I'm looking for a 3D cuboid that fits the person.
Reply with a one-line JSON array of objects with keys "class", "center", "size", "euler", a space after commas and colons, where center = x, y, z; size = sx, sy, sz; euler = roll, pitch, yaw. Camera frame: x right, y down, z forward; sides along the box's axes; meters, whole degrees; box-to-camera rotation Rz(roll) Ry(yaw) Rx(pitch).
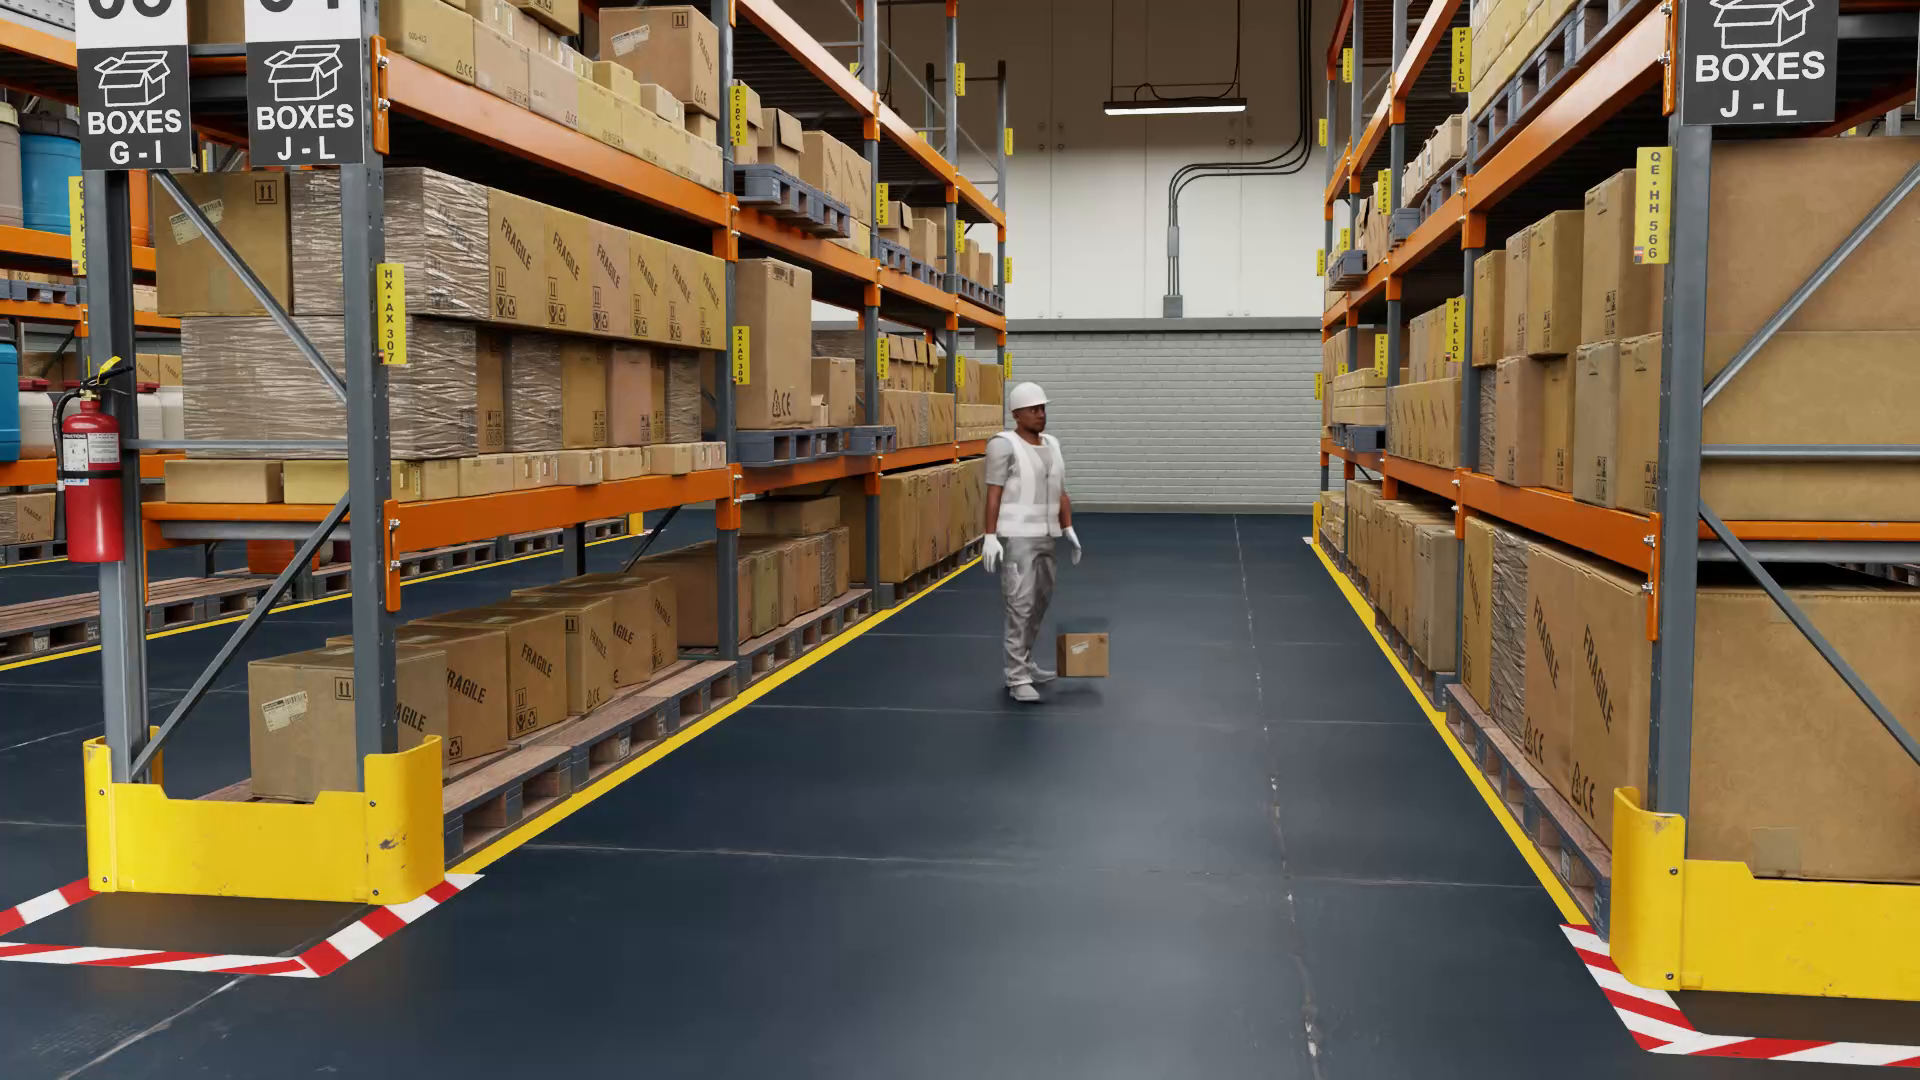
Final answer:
[{"class": "person", "center": [0.402, -0.005, 9.495], "size": [0.516, 1.783, 0.691], "euler": [4, 6, 41]}]
